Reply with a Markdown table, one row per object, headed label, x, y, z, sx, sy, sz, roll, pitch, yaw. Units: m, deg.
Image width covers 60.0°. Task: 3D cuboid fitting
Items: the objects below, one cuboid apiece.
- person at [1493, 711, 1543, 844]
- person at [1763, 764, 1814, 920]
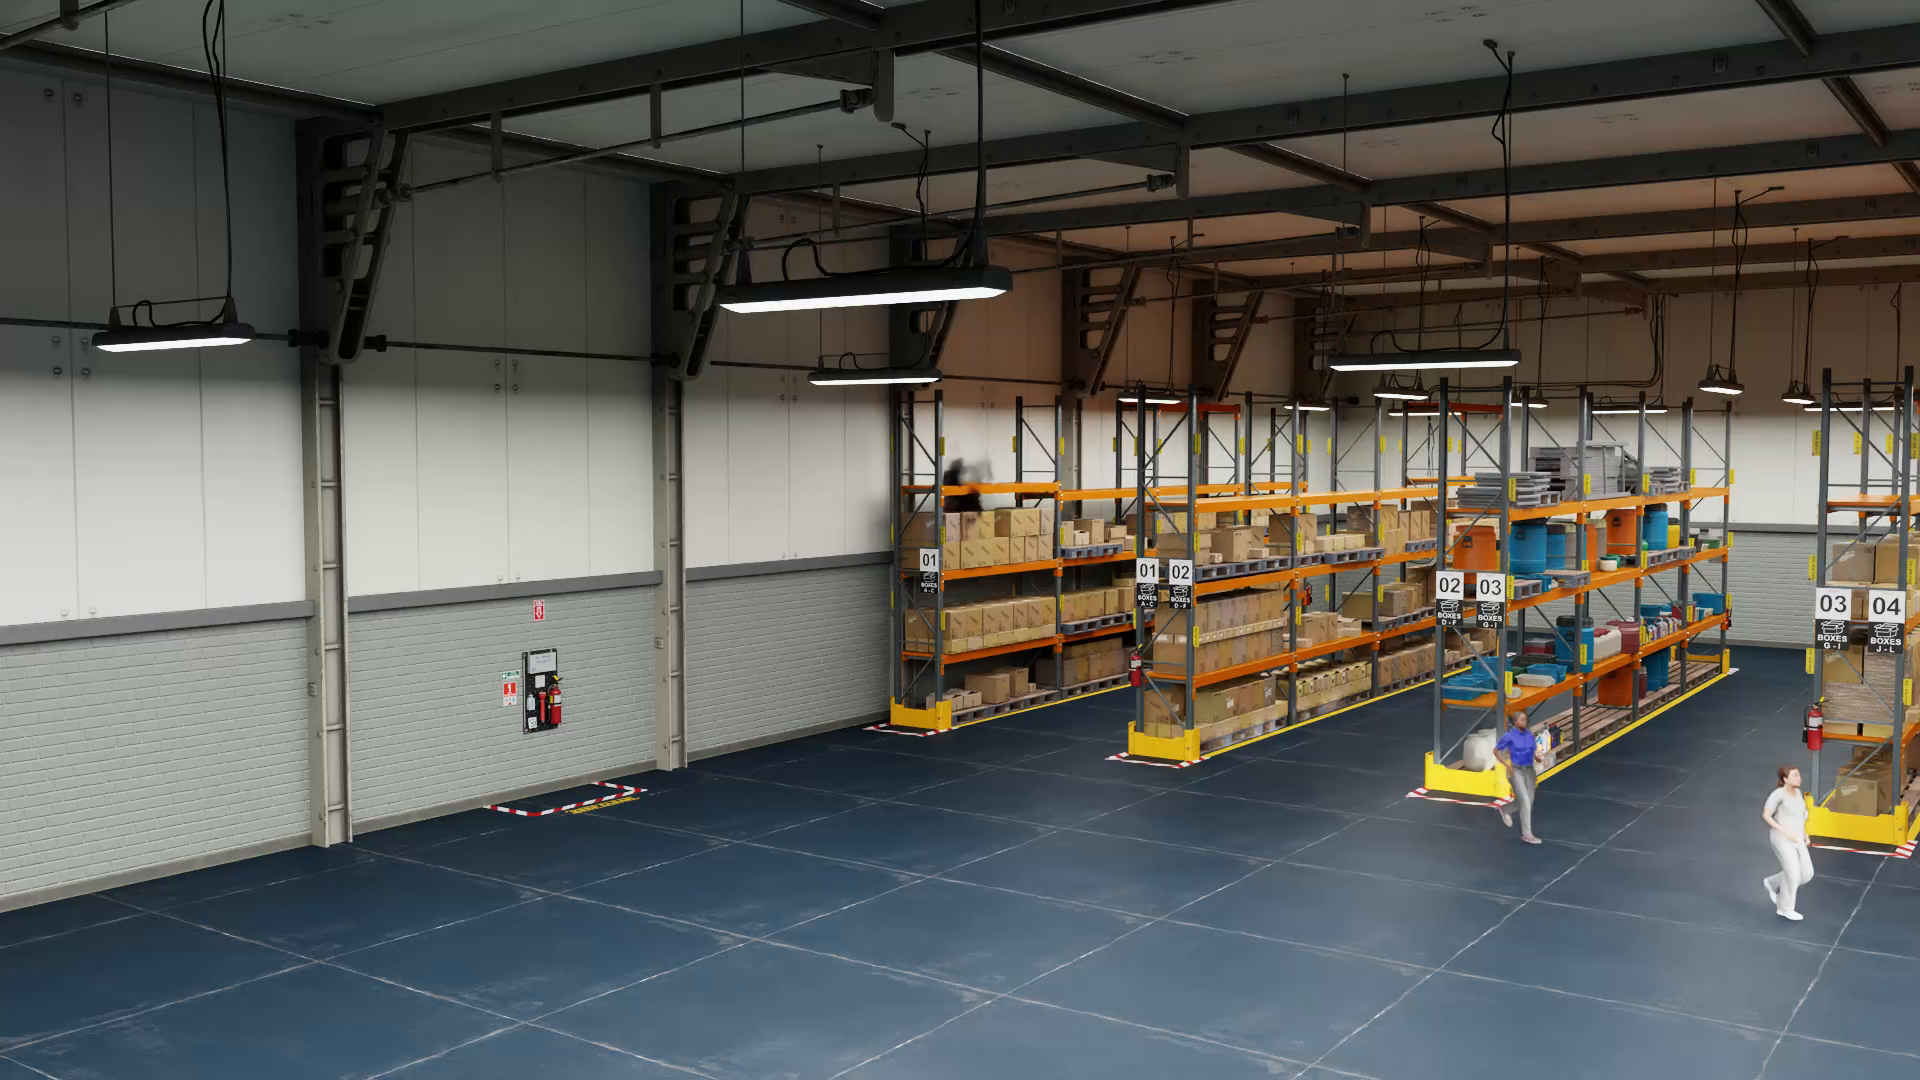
| label | x | y | z | sx | sy | sz | roll | pitch | yaw |
| --- | --- | --- | --- | --- | --- | --- | --- | --- | --- |
| person | 7.122 | 3.000 | 21.211 | 0.588 | 1.605 | 0.834 | -1 | 3 | -23 |
| person | 8.762 | 3.189 | 17.687 | 0.582 | 1.635 | 0.555 | -1 | 4 | -25 |
